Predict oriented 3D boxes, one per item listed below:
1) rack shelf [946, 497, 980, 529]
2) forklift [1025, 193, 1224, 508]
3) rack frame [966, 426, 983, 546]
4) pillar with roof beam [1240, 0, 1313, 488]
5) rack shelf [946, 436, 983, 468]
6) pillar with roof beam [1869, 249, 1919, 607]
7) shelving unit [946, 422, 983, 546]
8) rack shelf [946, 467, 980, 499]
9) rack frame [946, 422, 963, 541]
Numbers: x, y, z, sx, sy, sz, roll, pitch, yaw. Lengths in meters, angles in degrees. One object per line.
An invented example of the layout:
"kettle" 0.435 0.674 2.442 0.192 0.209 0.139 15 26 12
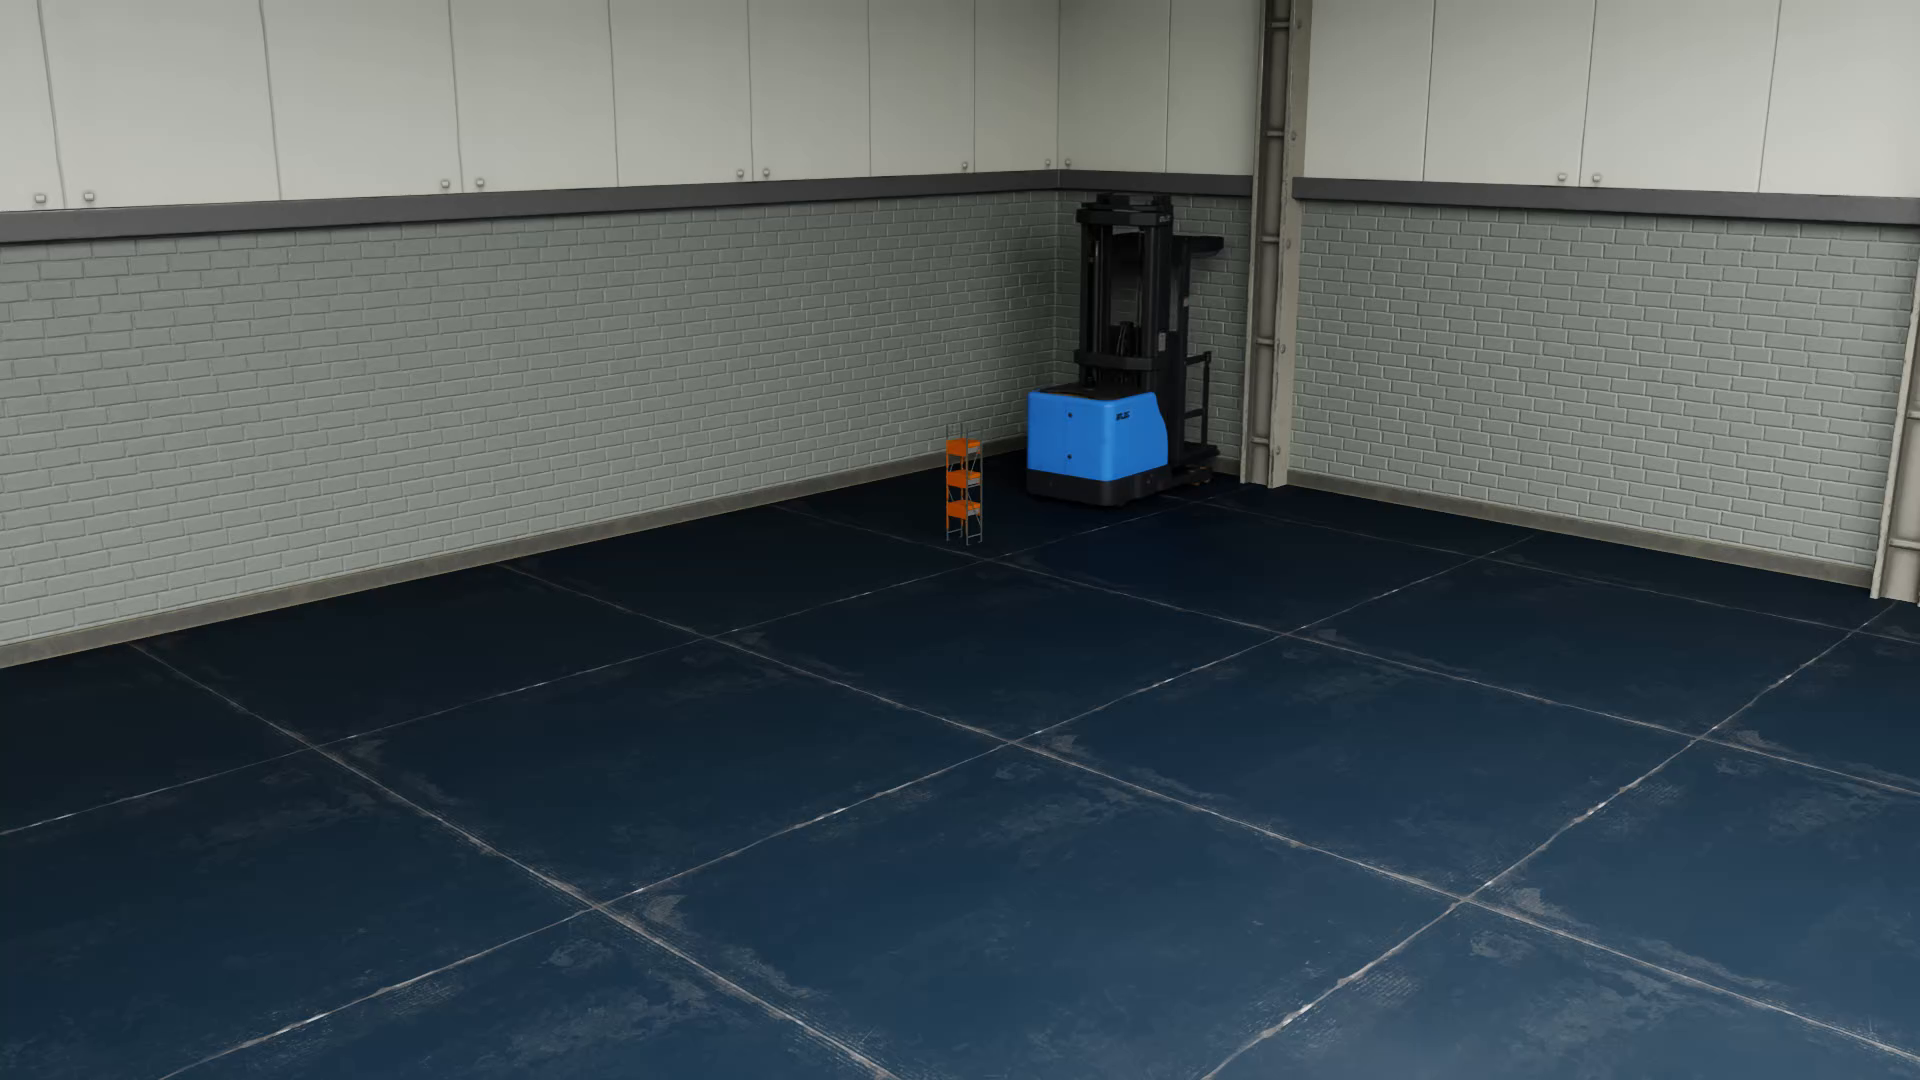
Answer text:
"rack shelf" 0.039 -0.219 14.837 0.240 0.259 0.215 14 20 42
"forklift" 1.960 -2.042 16.955 1.130 2.935 3.031 12 19 38
"rack frame" 0.126 -0.477 14.682 0.008 1.050 0.200 14 20 42
"pillar with roof beam" 0.152 -4.161 13.056 0.400 9.000 9.100 14 20 42
"rack shelf" 0.038 -0.763 14.695 0.240 0.259 0.215 14 20 42
"pillar with roof beam" 4.472 -3.111 9.026 0.400 9.000 9.100 14 20 42
"shelving unit" 0.039 -0.499 14.764 0.252 1.050 0.215 14 20 42
"rack shelf" 0.039 -0.488 14.766 0.240 0.259 0.215 14 20 42
"rack frame" -0.049 -0.520 14.846 0.008 1.050 0.200 14 20 42
